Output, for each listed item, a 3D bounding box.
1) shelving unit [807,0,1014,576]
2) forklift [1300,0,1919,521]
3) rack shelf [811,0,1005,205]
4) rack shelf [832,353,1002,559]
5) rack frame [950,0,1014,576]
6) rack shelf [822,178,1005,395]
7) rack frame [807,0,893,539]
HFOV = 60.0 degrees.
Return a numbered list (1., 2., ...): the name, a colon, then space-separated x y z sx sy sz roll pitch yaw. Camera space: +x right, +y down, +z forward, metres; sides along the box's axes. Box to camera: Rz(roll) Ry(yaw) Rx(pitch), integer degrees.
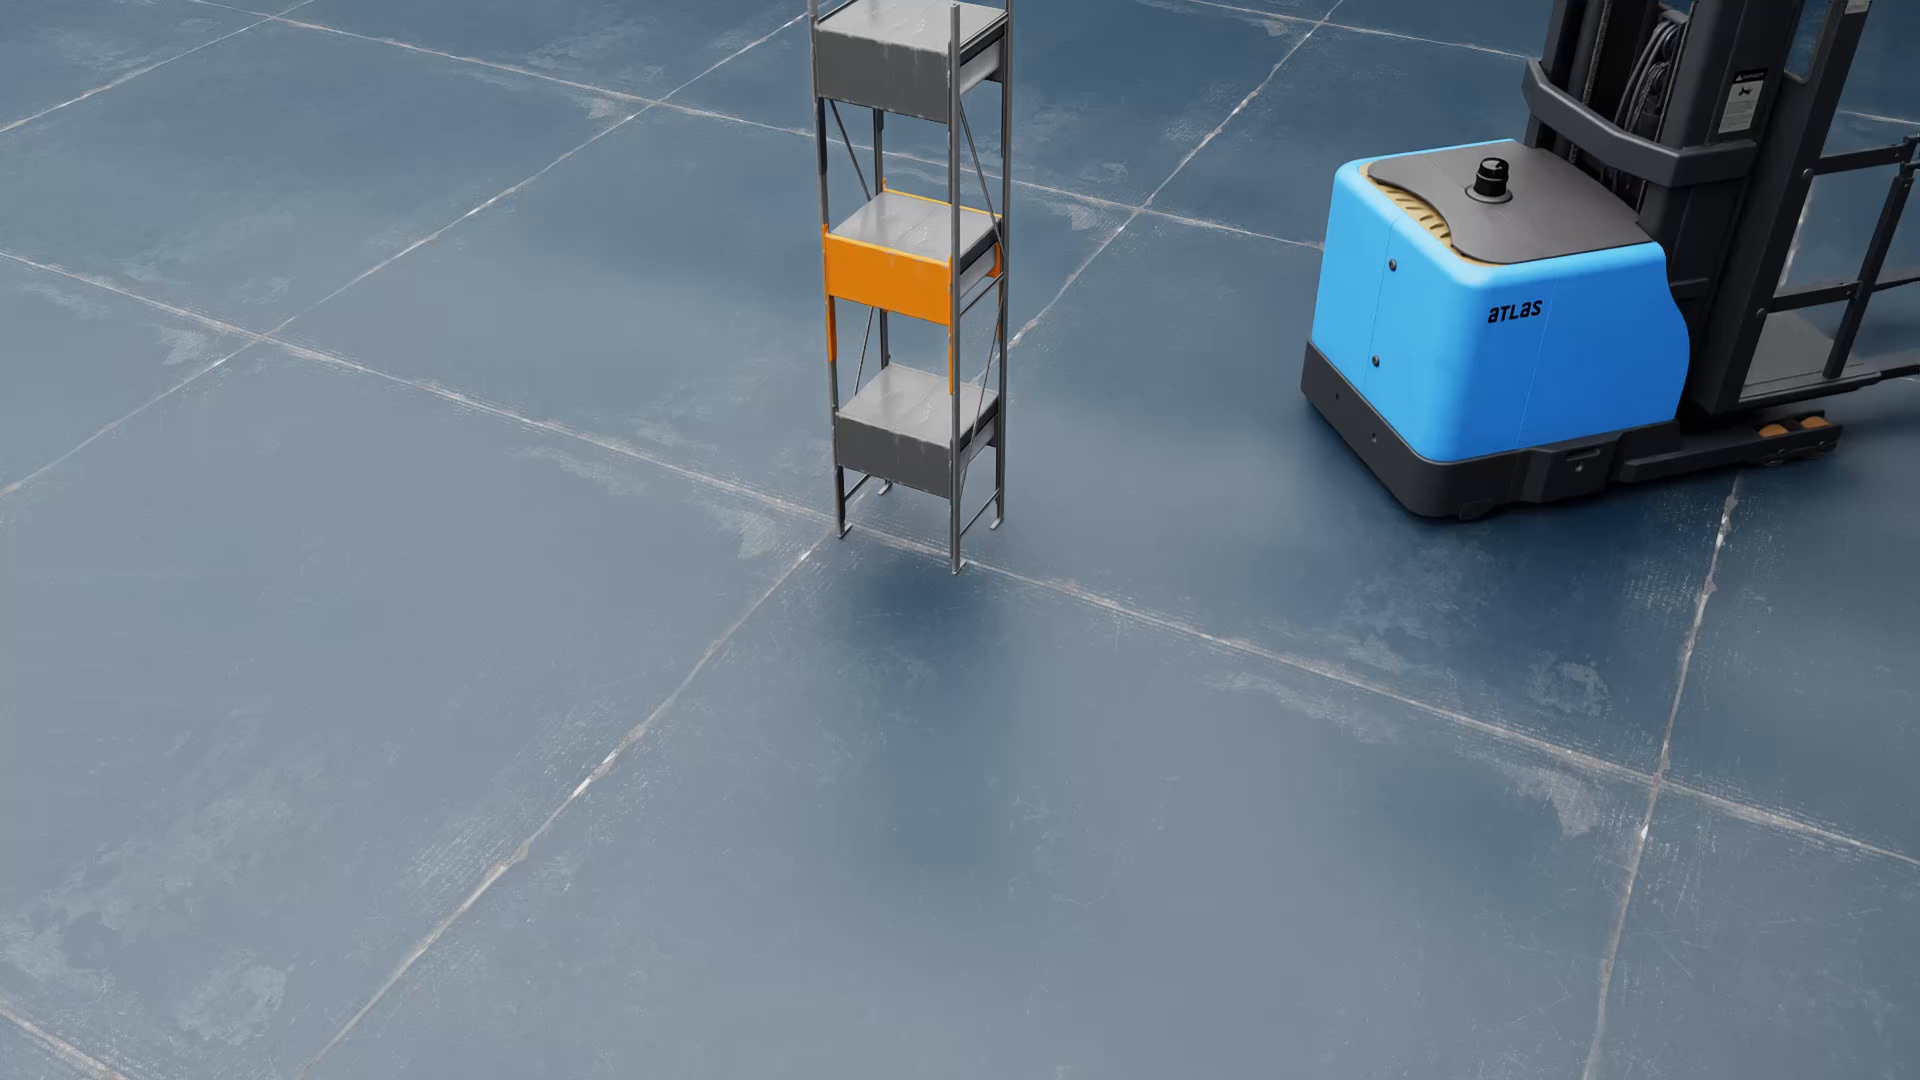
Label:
1. shelving unit: -0.147 -0.882 5.676 0.503 2.100 0.431 17 41 21
2. forklift: 3.002 -1.755 6.138 3.031 2.935 1.130 -11 38 -14
3. rack shelf: -0.147 -1.429 5.261 0.480 0.518 0.431 17 41 21
4. rack shelf: -0.147 -0.314 6.107 0.480 0.518 0.431 17 41 21
5. rack frame: 0.070 -0.815 5.586 0.015 2.100 0.400 17 41 21
6. rack shelf: -0.147 -0.872 5.684 0.480 0.518 0.431 17 41 21
7. rack frame: -0.364 -0.950 5.765 0.015 2.100 0.400 17 41 21
